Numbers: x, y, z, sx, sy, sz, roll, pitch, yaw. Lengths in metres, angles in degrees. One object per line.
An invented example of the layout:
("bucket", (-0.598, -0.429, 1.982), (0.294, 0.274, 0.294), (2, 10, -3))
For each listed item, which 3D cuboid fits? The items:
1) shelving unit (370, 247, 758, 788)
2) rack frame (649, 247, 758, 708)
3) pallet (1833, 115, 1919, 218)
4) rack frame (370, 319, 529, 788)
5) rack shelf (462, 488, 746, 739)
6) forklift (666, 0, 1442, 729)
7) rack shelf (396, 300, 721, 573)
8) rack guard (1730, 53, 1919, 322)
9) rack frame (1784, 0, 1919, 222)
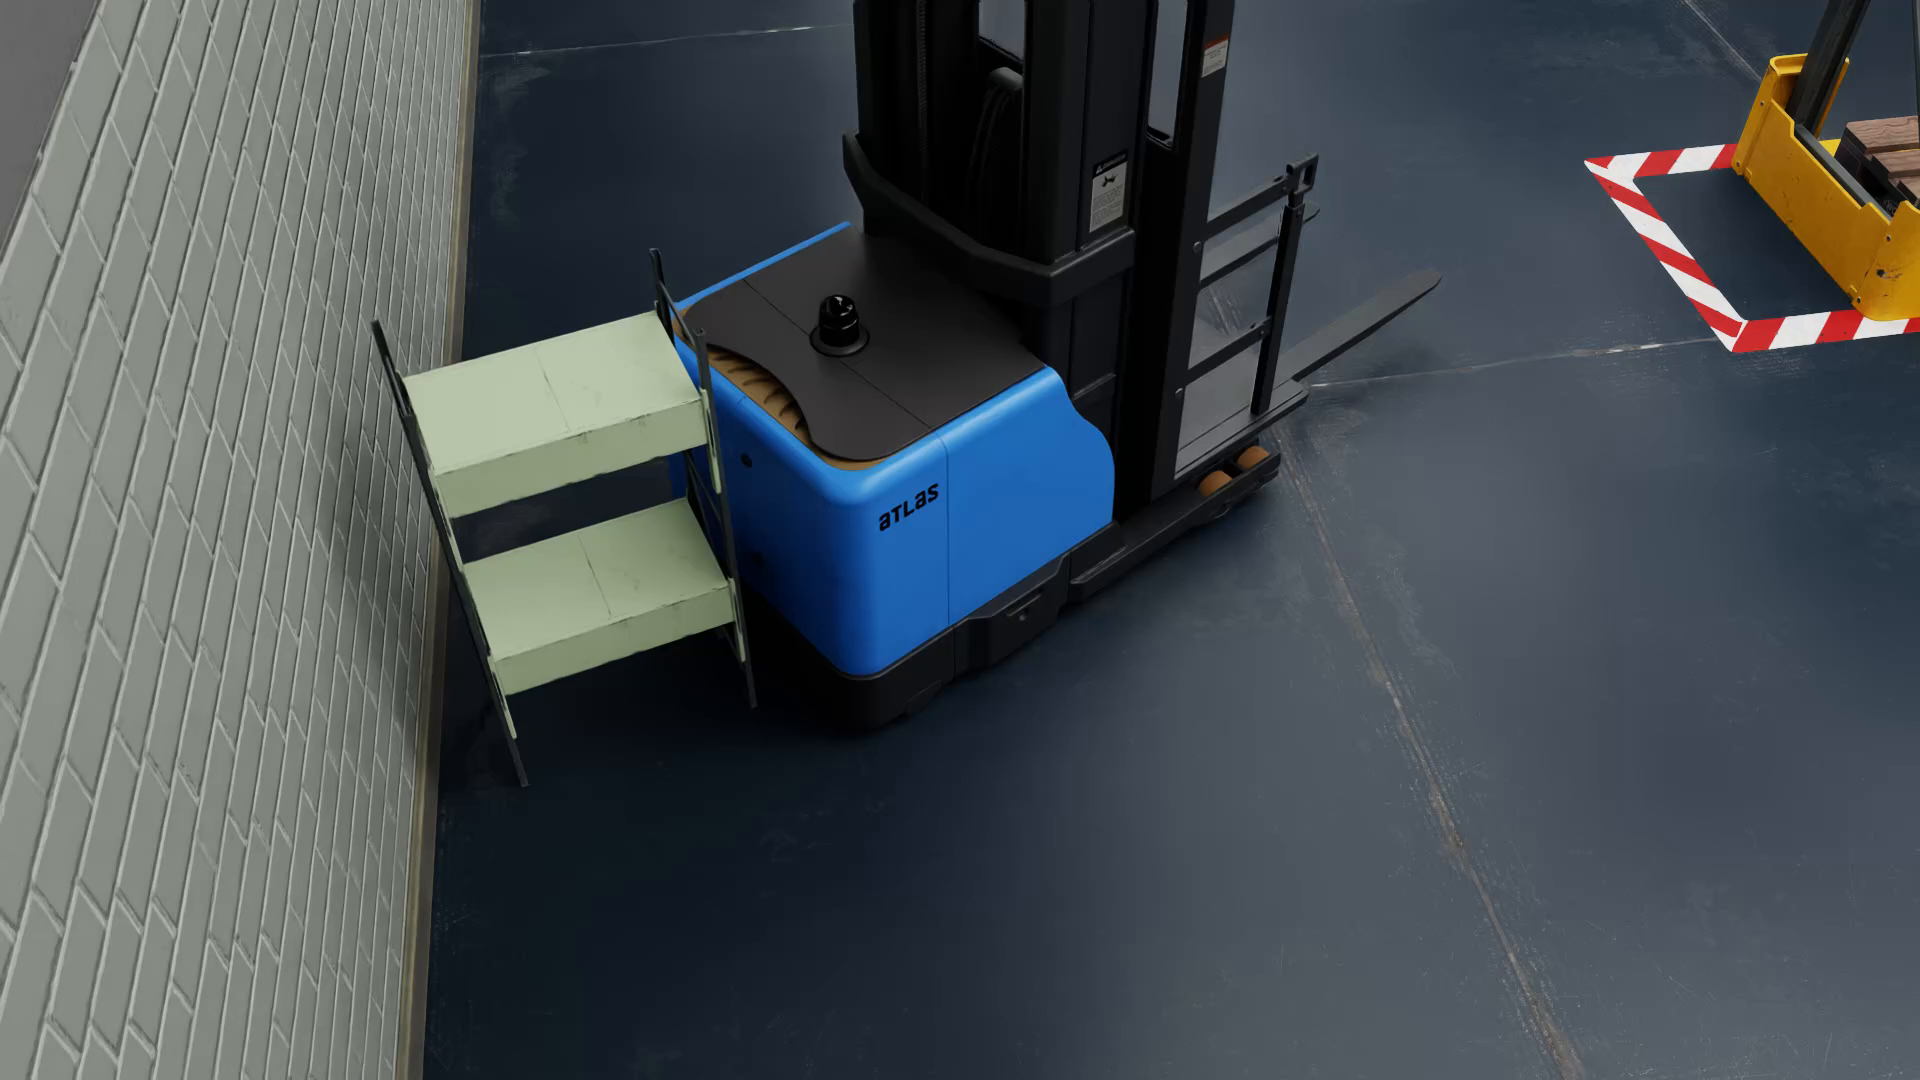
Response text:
("shelving unit", (-1.064, -0.014, 4.722), (0.755, 1.500, 0.431), (-18, 49, -17))
("rack frame", (-0.732, -0.123, 4.827), (0.023, 1.500, 0.400), (-18, 49, -17))
("pallet", (4.503, -1.453, 7.003), (1.213, 0.211, 1.003), (-7, 46, -7))
("rack frame", (-1.397, 0.096, 4.616), (0.023, 1.500, 0.400), (-18, 49, -17))
("rack shelf", (-1.064, 0.213, 4.956), (0.720, 0.370, 0.431), (-18, 49, -17))
("forklift", (0.499, -1.353, 5.018), (3.031, 2.935, 1.130), (-32, 54, -27))
("rack shelf", (-1.064, -0.284, 4.441), (0.720, 0.370, 0.431), (-18, 49, -17))
("rack guard", (3.662, -1.467, 6.816), (0.348, 0.500, 1.175), (-7, 46, -7))
("rack frame", (3.684, -2.346, 5.928), (0.127, 3.000, 1.000), (-7, 46, -7))
